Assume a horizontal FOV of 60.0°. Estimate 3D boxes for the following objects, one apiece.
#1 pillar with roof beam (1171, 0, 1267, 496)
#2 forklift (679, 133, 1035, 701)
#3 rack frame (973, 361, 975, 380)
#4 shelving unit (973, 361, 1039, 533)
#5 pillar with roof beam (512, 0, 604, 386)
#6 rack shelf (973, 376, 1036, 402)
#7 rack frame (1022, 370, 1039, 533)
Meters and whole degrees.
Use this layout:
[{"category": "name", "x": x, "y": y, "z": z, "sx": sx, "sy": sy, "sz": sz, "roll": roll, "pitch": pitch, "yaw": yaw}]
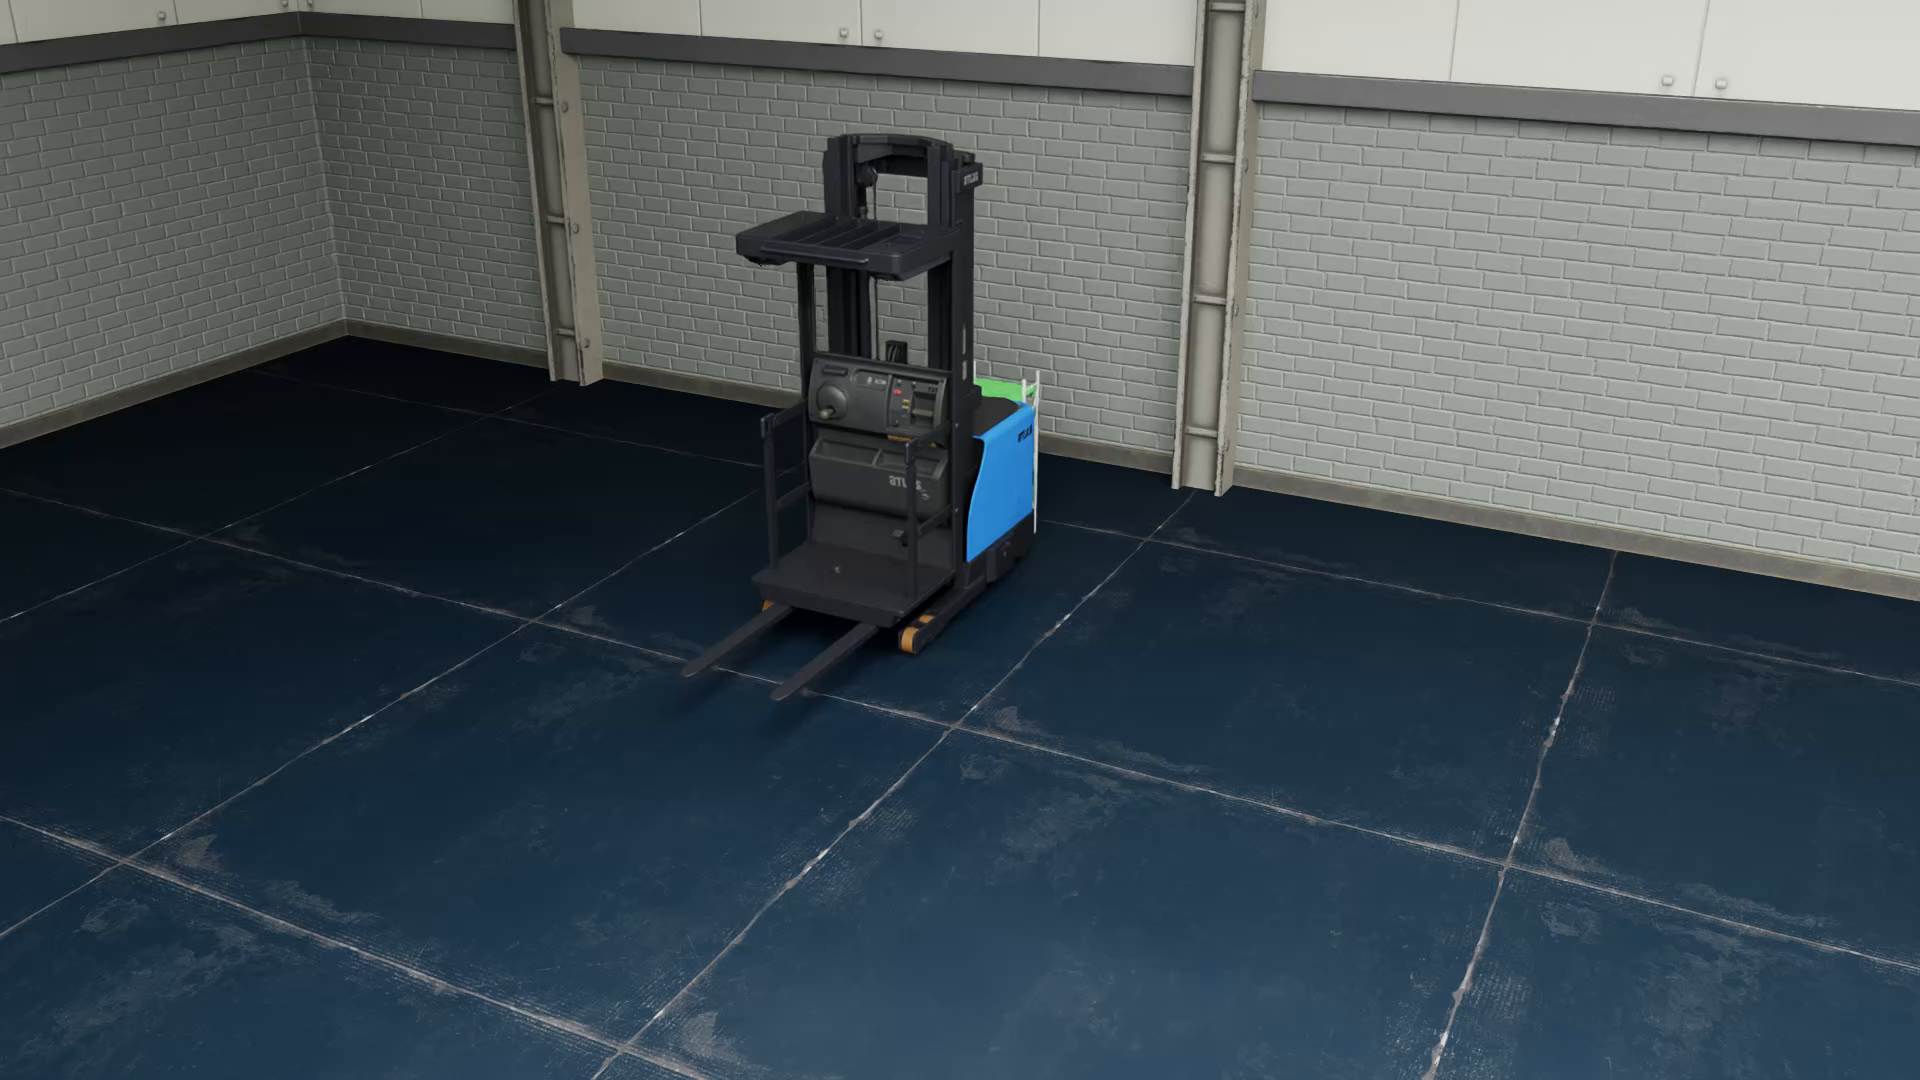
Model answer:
[{"category": "pillar with roof beam", "x": -0.087, "y": -3.053, "z": 7.431, "sx": 0.400, "sy": 9.000, "sz": 9.100, "roll": 11, "pitch": 25, "yaw": 25}, {"category": "forklift", "x": -0.605, "y": -0.852, "z": 10.009, "sx": 1.130, "sy": 2.935, "sz": 3.031, "roll": 11, "pitch": 26, "yaw": 25}, {"category": "rack frame", "x": 0.047, "y": -0.656, "z": 11.760, "sx": 0.015, "sy": 1.200, "sz": 0.240, "roll": 11, "pitch": 25, "yaw": 25}, {"category": "shelving unit", "x": 0.265, "y": -0.613, "z": 11.658, "sx": 0.503, "sy": 1.200, "sz": 0.258, "roll": 11, "pitch": 25, "yaw": 25}, {"category": "pillar with roof beam", "x": -5.441, "y": -4.113, "z": 9.923, "sx": 0.400, "sy": 9.000, "sz": 9.100, "roll": 11, "pitch": 25, "yaw": 25}, {"category": "rack shelf", "x": 0.265, "y": -0.996, "z": 11.496, "sx": 0.480, "sy": 0.148, "sz": 0.258, "roll": 11, "pitch": 25, "yaw": 25}, {"category": "rack frame", "x": 0.482, "y": -0.570, "z": 11.556, "sx": 0.015, "sy": 1.200, "sz": 0.240, "roll": 11, "pitch": 25, "yaw": 25}]
